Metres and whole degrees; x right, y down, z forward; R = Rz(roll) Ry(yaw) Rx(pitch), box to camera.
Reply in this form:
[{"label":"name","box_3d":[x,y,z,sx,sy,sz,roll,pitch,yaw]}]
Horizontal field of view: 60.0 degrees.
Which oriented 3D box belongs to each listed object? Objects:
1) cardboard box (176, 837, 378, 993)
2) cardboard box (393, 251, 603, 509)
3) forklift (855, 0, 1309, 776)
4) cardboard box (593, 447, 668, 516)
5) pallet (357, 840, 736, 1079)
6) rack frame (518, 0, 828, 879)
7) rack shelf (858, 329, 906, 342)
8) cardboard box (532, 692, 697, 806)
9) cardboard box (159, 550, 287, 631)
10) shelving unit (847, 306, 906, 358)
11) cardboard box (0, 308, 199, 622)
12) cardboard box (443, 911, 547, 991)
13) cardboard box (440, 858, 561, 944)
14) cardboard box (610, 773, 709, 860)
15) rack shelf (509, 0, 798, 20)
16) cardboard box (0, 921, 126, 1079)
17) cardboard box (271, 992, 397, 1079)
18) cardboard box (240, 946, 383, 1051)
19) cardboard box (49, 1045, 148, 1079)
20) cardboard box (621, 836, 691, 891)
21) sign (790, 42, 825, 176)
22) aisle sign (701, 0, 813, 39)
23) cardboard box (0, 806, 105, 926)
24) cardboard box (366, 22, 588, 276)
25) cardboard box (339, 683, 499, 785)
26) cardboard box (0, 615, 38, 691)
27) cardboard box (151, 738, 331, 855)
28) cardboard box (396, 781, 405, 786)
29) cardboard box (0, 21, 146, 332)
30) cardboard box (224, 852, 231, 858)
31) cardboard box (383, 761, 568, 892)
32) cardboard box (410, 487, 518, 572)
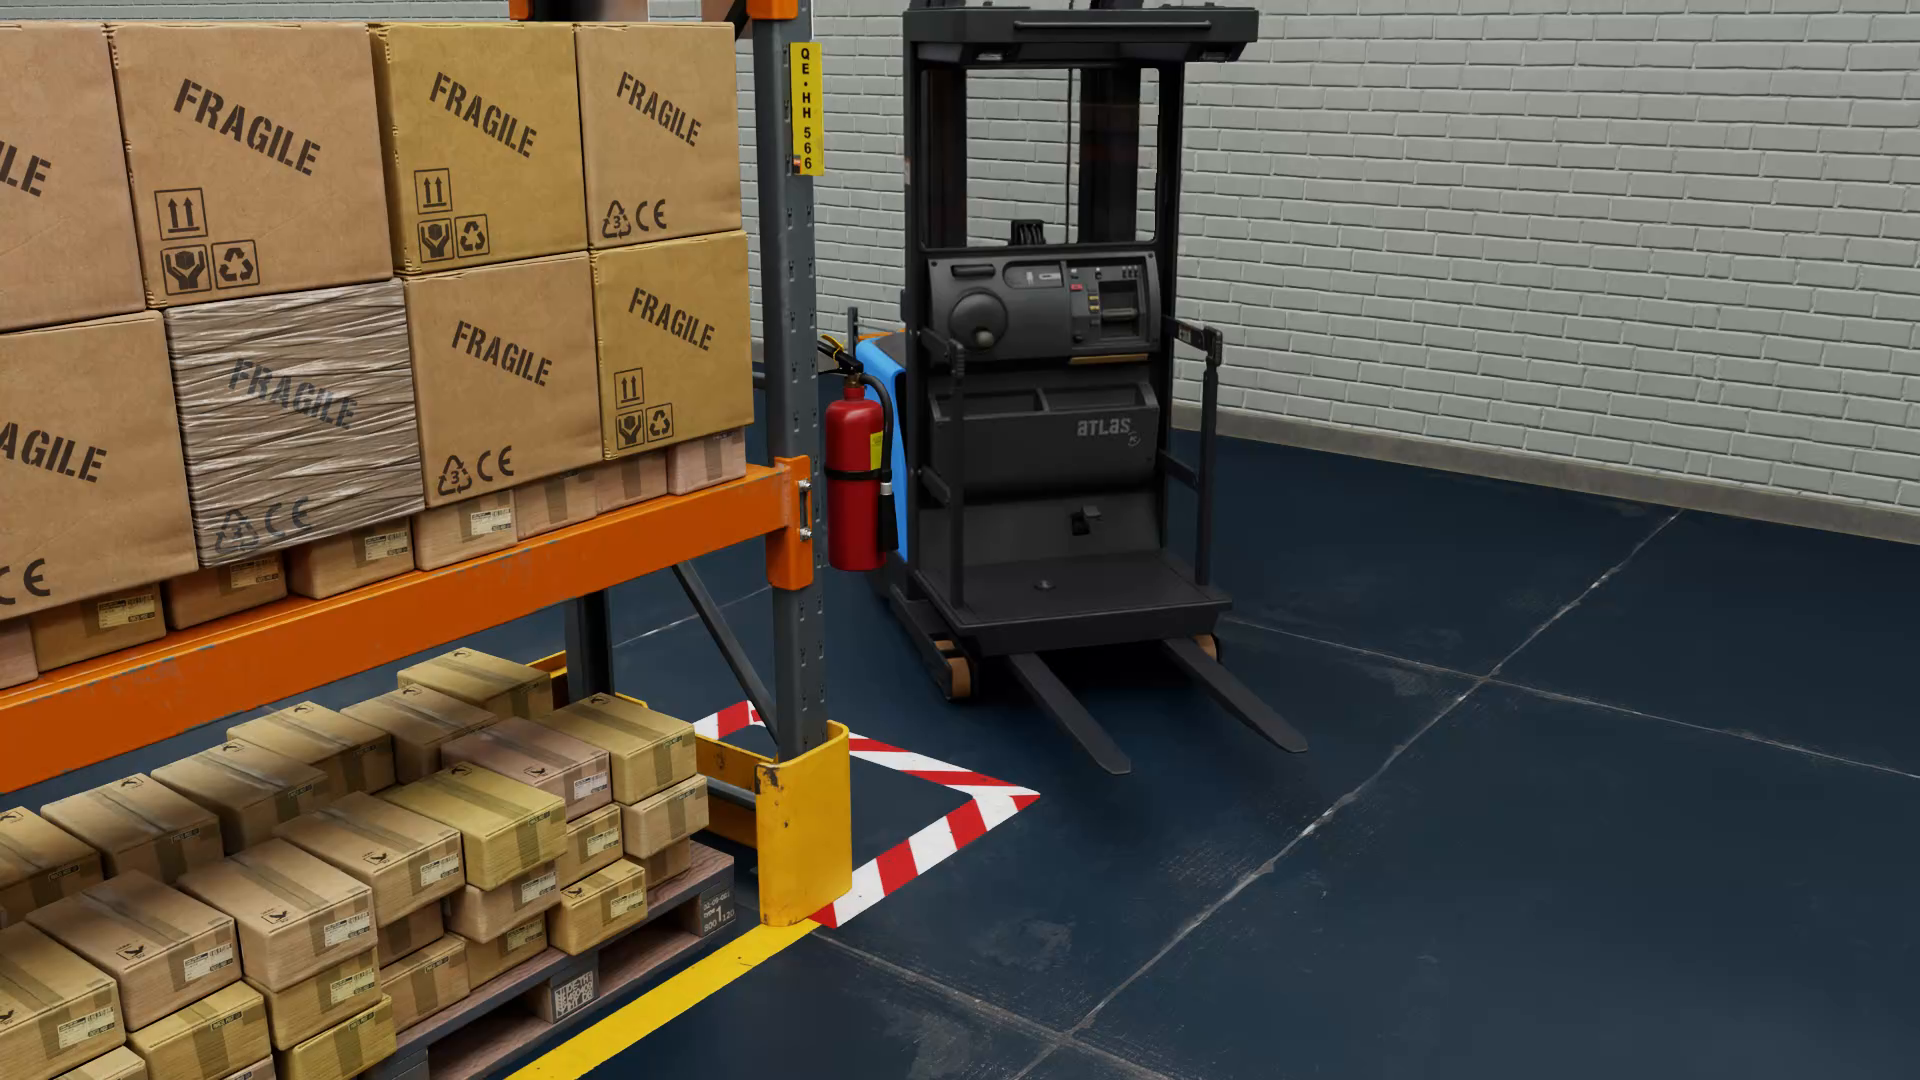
[{"label":"cardboard box","box_3d":[-1.501,0.816,3.654,0.380,0.149,0.250,13,22,37]},{"label":"cardboard box","box_3d":[-1.192,-0.405,3.821,0.500,0.500,0.500,12,21,34]},{"label":"forklift","box_3d":[0.392,-0.920,6.264,1.130,2.935,3.031,-5,18,-15]},{"label":"cardboard box","box_3d":[-0.966,-0.190,4.220,0.380,0.149,0.250,12,21,35]},{"label":"pallet","box_3d":[-1.378,1.047,4.515,1.003,0.211,1.213,12,21,35]},{"label":"rack frame","box_3d":[-0.820,-0.490,4.763,1.000,3.000,0.127,12,21,35]},{"label":"rack shelf","box_3d":[0.009,-0.926,8.341,1.000,0.278,0.538,-15,22,-39]},{"label":"cardboard box","box_3d":[-0.932,0.558,4.485,0.380,0.149,0.250,13,21,35]},{"label":"cardboard box","box_3d":[-1.626,0.049,3.452,0.380,0.149,0.250,11,21,32]},{"label":"shelving unit","box_3d":[0.009,-0.646,8.427,1.048,1.125,0.538,-15,22,-39]},{"label":"cardboard box","box_3d":[-1.792,-0.166,3.050,0.500,0.500,0.500,14,22,37]},{"label":"cardboard box","box_3d":[-1.265,0.960,4.193,0.380,0.149,0.250,12,21,34]},{"label":"cardboard box","box_3d":[-1.214,0.829,4.113,0.380,0.149,0.250,11,21,32]},{"label":"cardboard box","box_3d":[-0.905,0.705,4.512,0.380,0.149,0.250,12,21,33]},{"label":"rack shelf","box_3d":[-2.012,-1.102,2.891,1.077,0.370,4.000,12,21,35]},{"label":"cardboard box","box_3d":[-1.880,0.927,3.298,0.380,0.149,0.250,13,21,35]},{"label":"cardboard box","box_3d":[-1.503,1.093,3.765,0.380,0.149,0.250,11,21,32]},{"label":"cardboard box","box_3d":[-1.512,0.955,3.708,0.380,0.149,0.250,13,21,35]},{"label":"cardboard box","box_3d":[-1.821,1.083,3.295,0.380,0.149,0.250,13,21,35]},{"label":"cardboard box","box_3d":[-0.966,0.833,4.601,0.380,0.149,0.250,13,21,36]},{"label":"sign","box_3d":[-0.386,-1.091,4.213,0.100,0.325,0.005,12,21,35]},{"label":"aisle sign","box_3d":[-0.536,-1.696,4.263,0.394,0.787,0.004,12,21,35]},{"label":"cardboard box","box_3d":[-2.174,0.769,3.806,0.380,0.149,0.250,13,21,36]},{"label":"cardboard box","box_3d":[-1.195,-0.883,3.675,0.500,0.500,0.500,12,21,33]},{"label":"cardboard box","box_3d":[-1.473,0.539,4.547,0.380,0.149,0.250,13,21,36]},{"label":"cardboard box","box_3d":[-1.904,0.179,3.033,0.380,0.149,0.250,13,22,37]},{"label":"cardboard box","box_3d":[-1.807,0.650,4.189,0.380,0.149,0.250,11,20,32]},{"label":"cardboard box","box_3d":[-1.547,0.664,4.646,0.380,0.149,0.250,12,21,34]},{"label":"cardboard box","box_3d":[-1.810,-0.631,2.863,0.500,0.500,0.500,12,21,33]},{"label":"cardboard box","box_3d":[-1.862,0.780,4.273,0.380,0.149,0.250,13,22,36]},{"label":"cardboard box","box_3d":[-1.180,0.692,4.054,0.380,0.149,0.250,12,21,33]},{"label":"cardboard box","box_3d":[-1.236,-0.062,3.810,0.380,0.149,0.250,13,22,36]}]
